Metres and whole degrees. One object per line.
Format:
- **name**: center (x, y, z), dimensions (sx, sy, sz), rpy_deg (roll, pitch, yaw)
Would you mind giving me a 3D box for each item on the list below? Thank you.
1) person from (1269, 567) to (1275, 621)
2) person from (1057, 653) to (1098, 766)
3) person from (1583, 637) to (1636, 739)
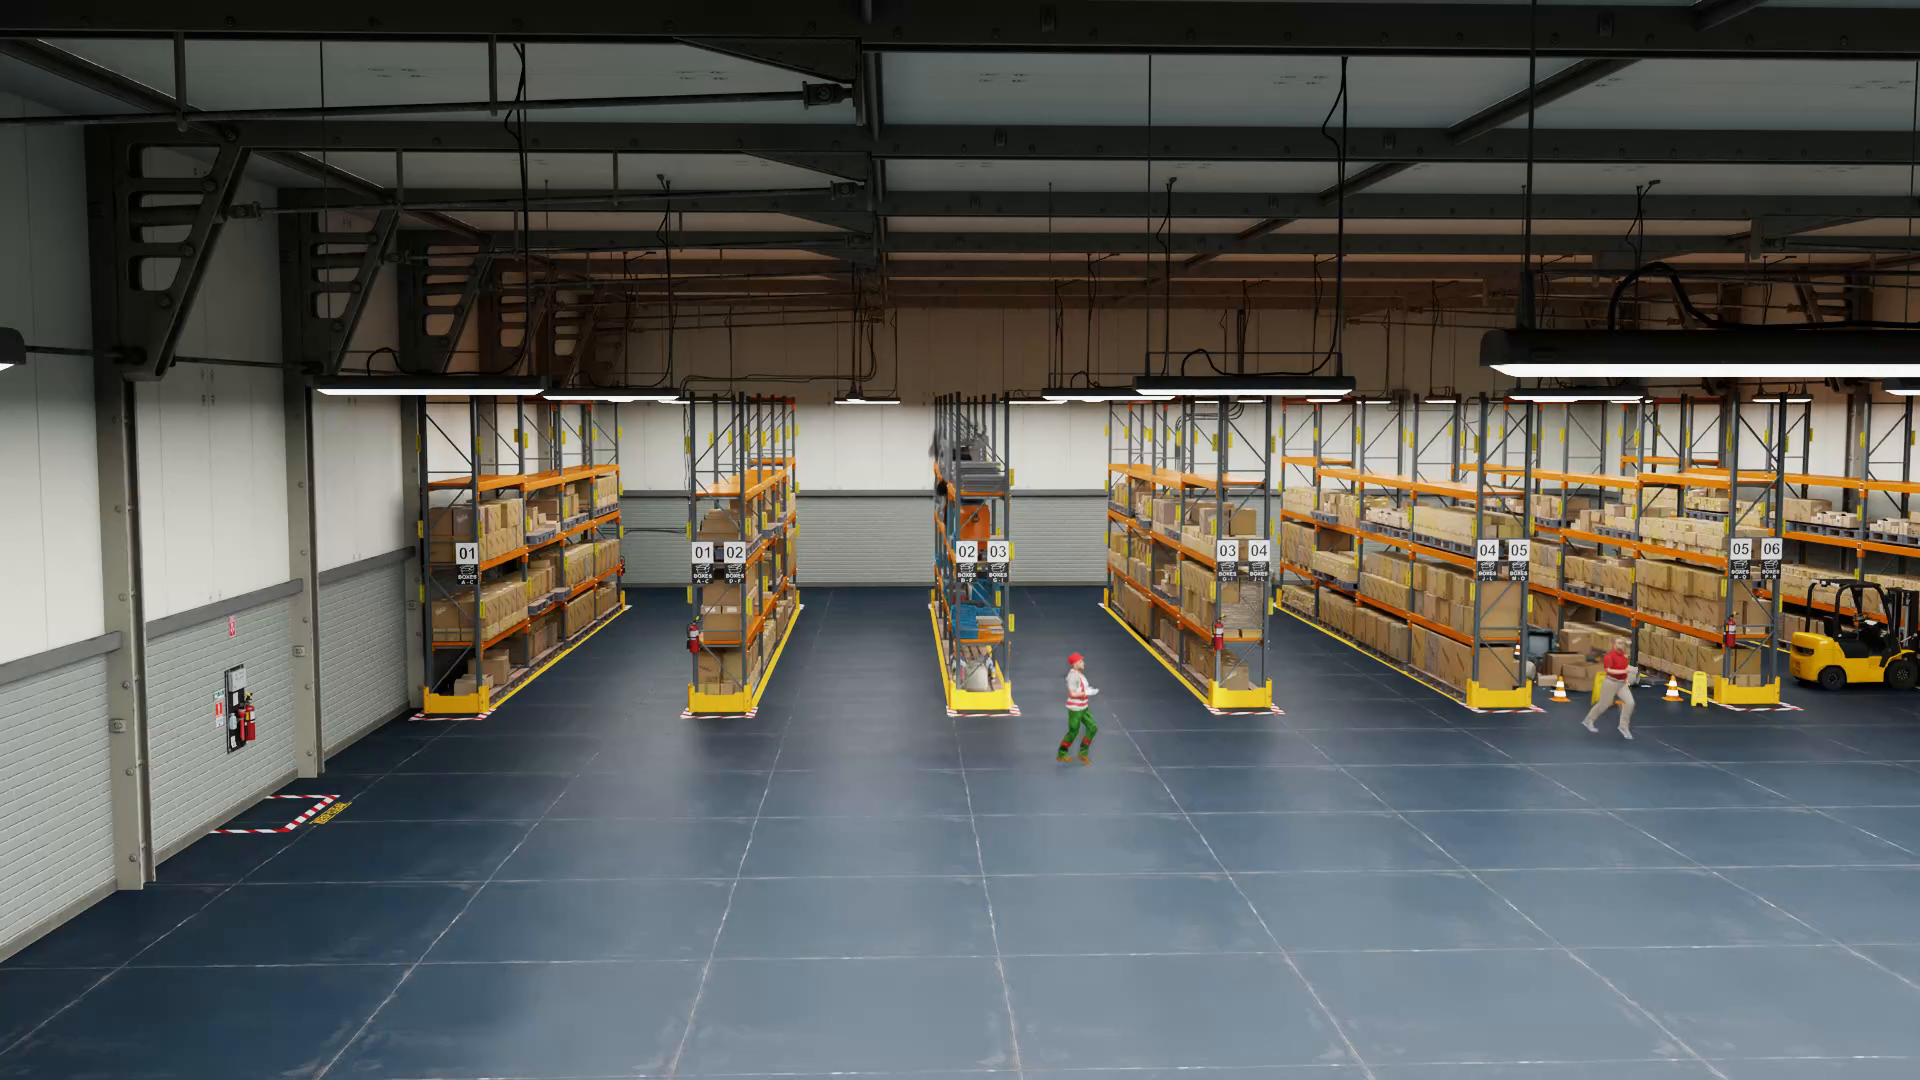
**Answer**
- **person**: center (8.185, 1.308, 44.664), dimensions (0.584, 1.740, 0.883), rpy_deg (0, 5, 0)
- **person**: center (1.894, 2.712, 26.482), dimensions (0.713, 1.830, 0.634), rpy_deg (2, 5, 23)
- **person**: center (11.347, 2.559, 28.905), dimensions (0.672, 1.788, 0.925), rpy_deg (-3, 5, -34)
